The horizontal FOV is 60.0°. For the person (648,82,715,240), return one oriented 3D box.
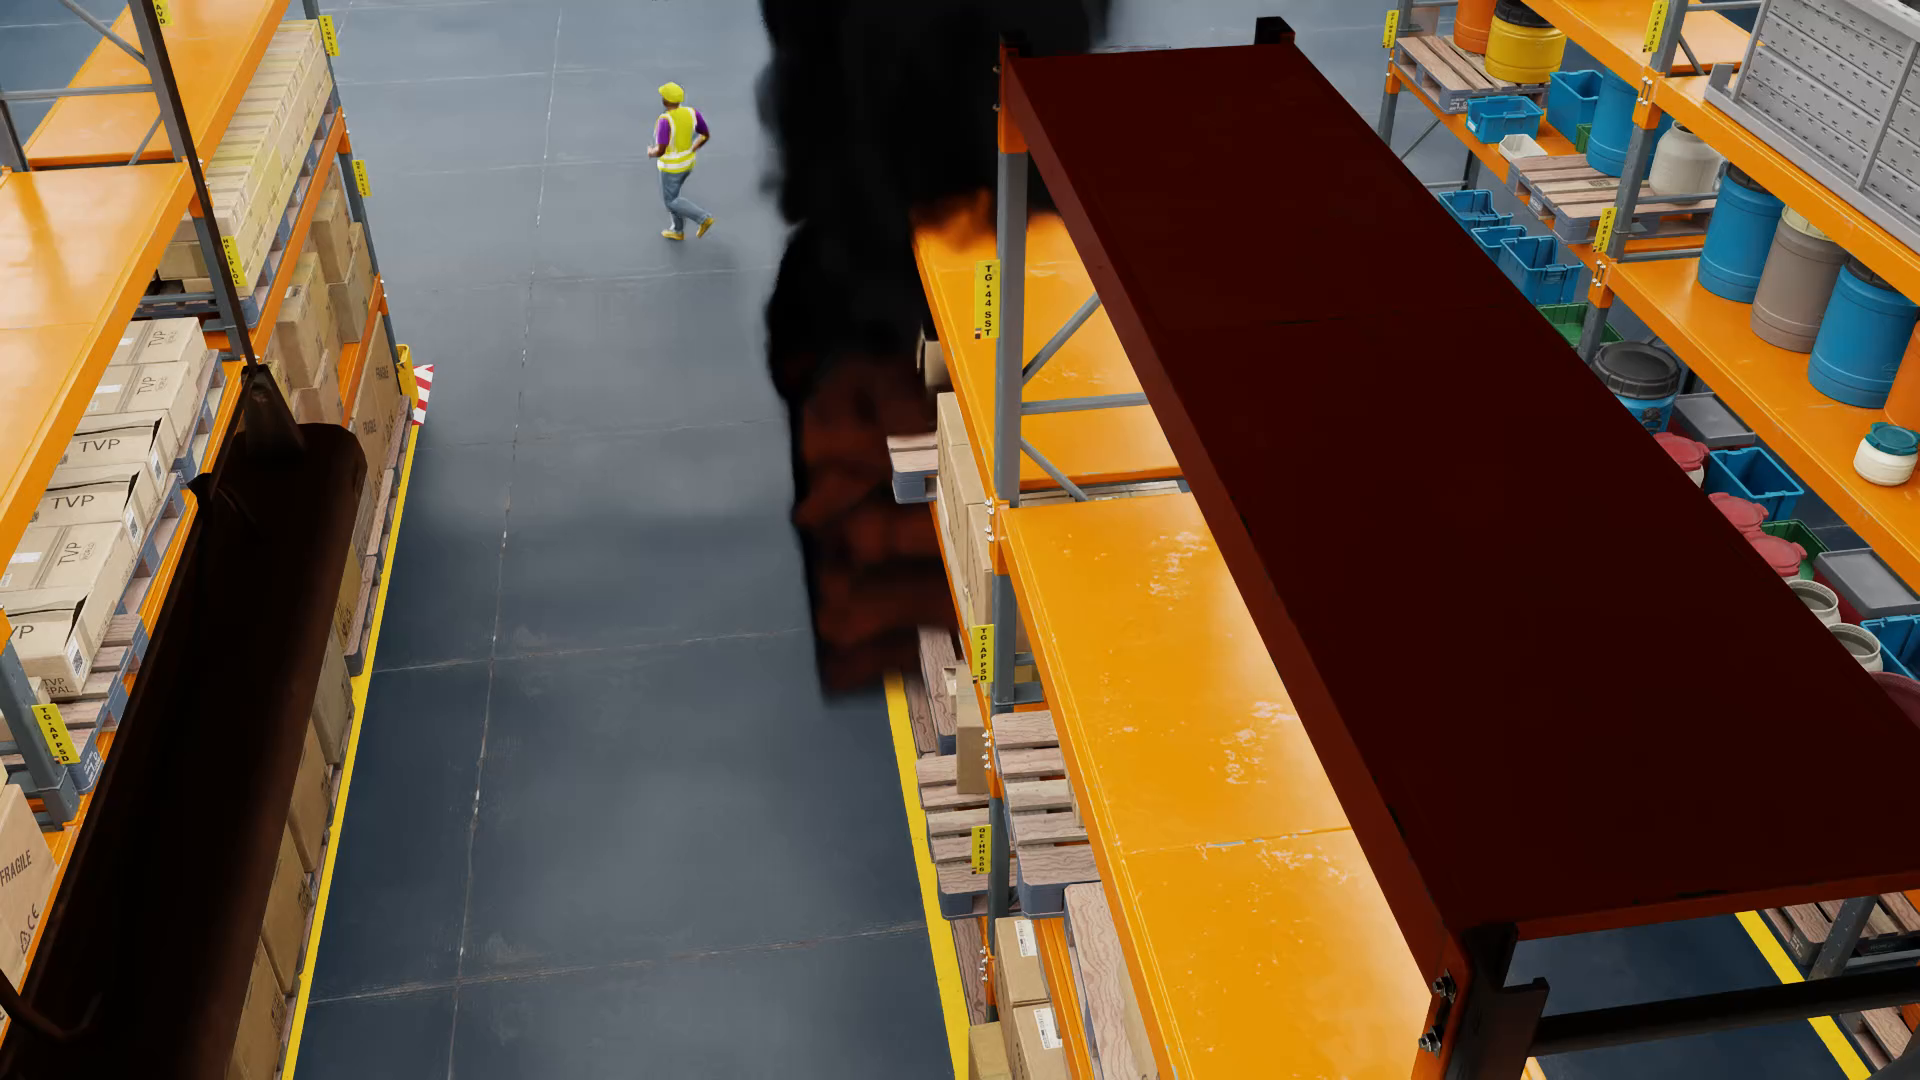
[{"bbox_3d":[-2.909,-3.884,17.287,0.751,1.754,0.692,21,41,26],"label":"person"}]

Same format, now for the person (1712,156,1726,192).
[{"bbox_3d":[8.058,-4.211,17.744,0.566,1.714,0.623,7,37,9],"label":"person"}]
